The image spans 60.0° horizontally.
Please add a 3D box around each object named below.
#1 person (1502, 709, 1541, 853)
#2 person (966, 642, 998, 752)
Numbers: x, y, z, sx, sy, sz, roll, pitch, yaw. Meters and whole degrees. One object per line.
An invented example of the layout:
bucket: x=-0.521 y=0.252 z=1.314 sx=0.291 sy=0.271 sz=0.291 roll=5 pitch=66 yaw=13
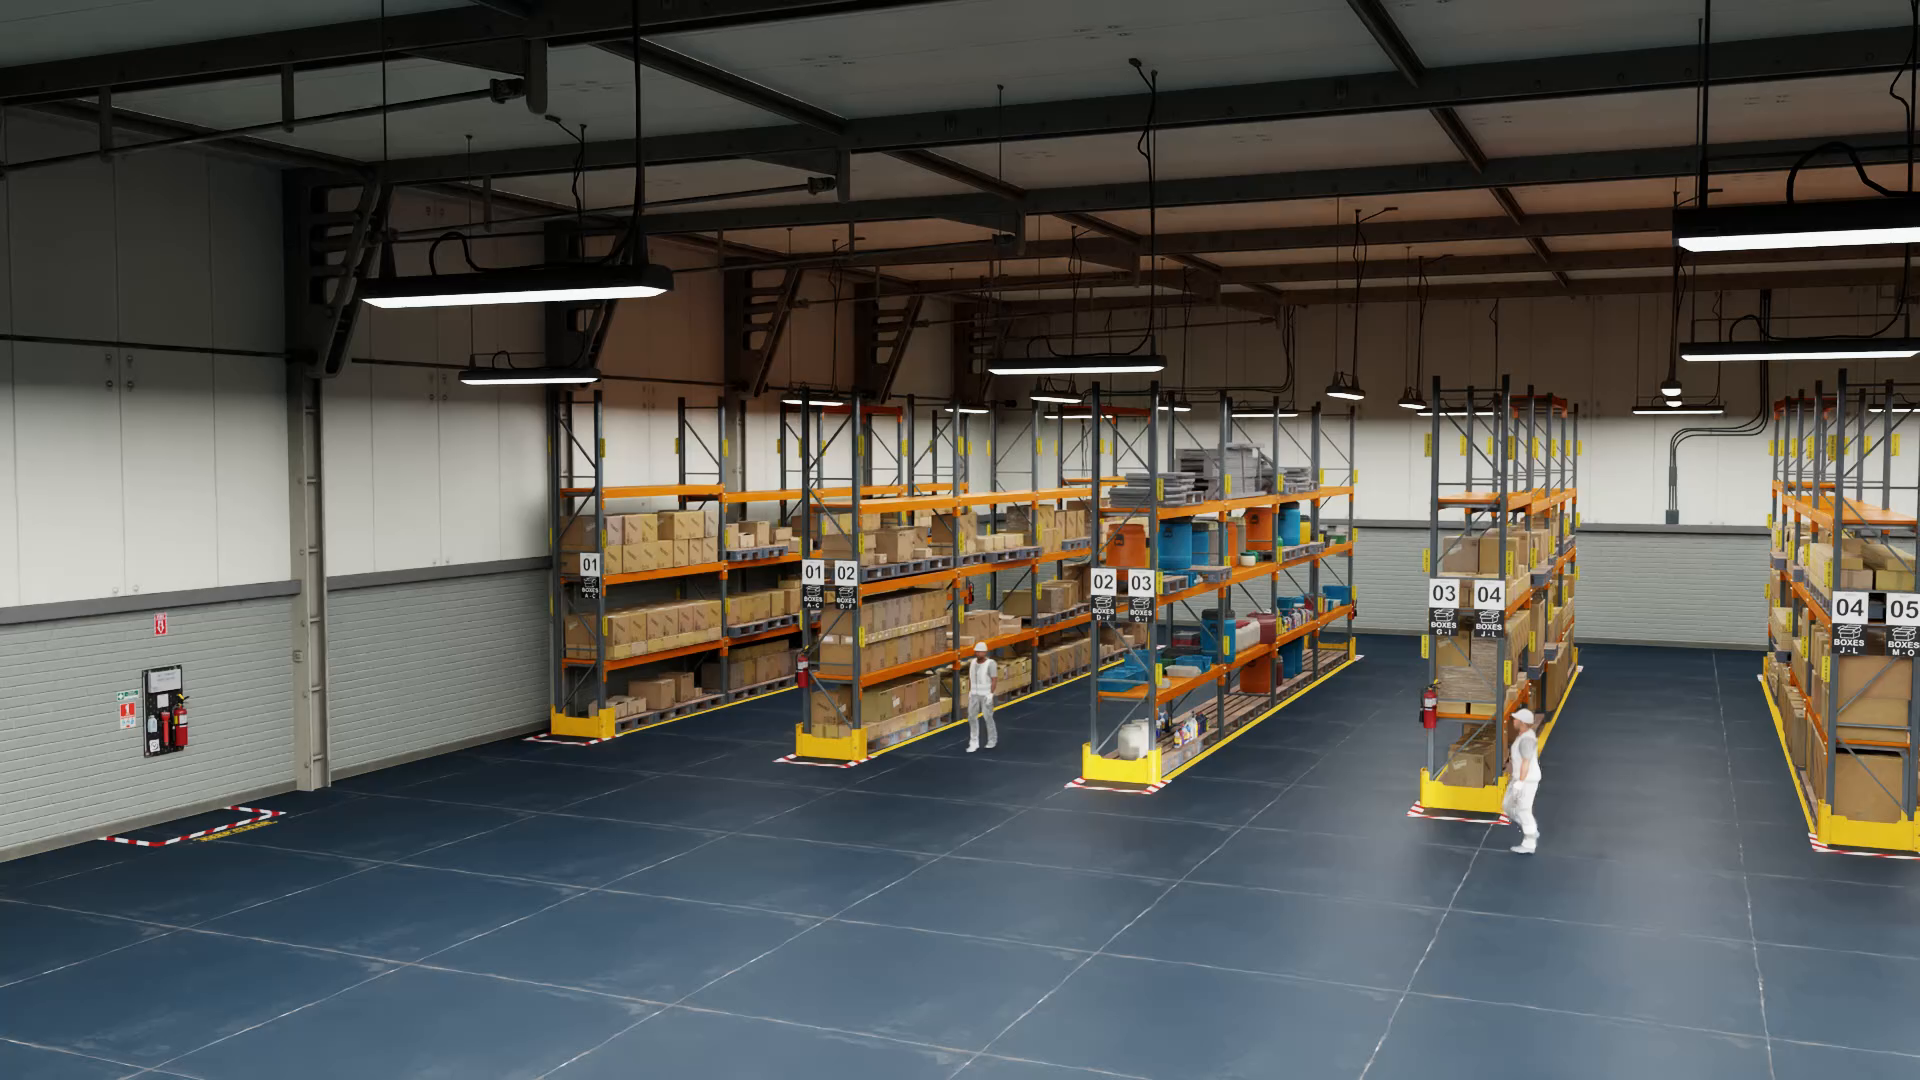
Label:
person: x=6.951 y=2.967 z=20.471 sx=0.468 sy=1.792 sz=0.531 roll=0 pitch=3 yaw=4
person: x=0.345 y=2.601 z=27.577 sx=0.631 sy=1.821 sz=0.594 roll=3 pitch=4 yaw=40
